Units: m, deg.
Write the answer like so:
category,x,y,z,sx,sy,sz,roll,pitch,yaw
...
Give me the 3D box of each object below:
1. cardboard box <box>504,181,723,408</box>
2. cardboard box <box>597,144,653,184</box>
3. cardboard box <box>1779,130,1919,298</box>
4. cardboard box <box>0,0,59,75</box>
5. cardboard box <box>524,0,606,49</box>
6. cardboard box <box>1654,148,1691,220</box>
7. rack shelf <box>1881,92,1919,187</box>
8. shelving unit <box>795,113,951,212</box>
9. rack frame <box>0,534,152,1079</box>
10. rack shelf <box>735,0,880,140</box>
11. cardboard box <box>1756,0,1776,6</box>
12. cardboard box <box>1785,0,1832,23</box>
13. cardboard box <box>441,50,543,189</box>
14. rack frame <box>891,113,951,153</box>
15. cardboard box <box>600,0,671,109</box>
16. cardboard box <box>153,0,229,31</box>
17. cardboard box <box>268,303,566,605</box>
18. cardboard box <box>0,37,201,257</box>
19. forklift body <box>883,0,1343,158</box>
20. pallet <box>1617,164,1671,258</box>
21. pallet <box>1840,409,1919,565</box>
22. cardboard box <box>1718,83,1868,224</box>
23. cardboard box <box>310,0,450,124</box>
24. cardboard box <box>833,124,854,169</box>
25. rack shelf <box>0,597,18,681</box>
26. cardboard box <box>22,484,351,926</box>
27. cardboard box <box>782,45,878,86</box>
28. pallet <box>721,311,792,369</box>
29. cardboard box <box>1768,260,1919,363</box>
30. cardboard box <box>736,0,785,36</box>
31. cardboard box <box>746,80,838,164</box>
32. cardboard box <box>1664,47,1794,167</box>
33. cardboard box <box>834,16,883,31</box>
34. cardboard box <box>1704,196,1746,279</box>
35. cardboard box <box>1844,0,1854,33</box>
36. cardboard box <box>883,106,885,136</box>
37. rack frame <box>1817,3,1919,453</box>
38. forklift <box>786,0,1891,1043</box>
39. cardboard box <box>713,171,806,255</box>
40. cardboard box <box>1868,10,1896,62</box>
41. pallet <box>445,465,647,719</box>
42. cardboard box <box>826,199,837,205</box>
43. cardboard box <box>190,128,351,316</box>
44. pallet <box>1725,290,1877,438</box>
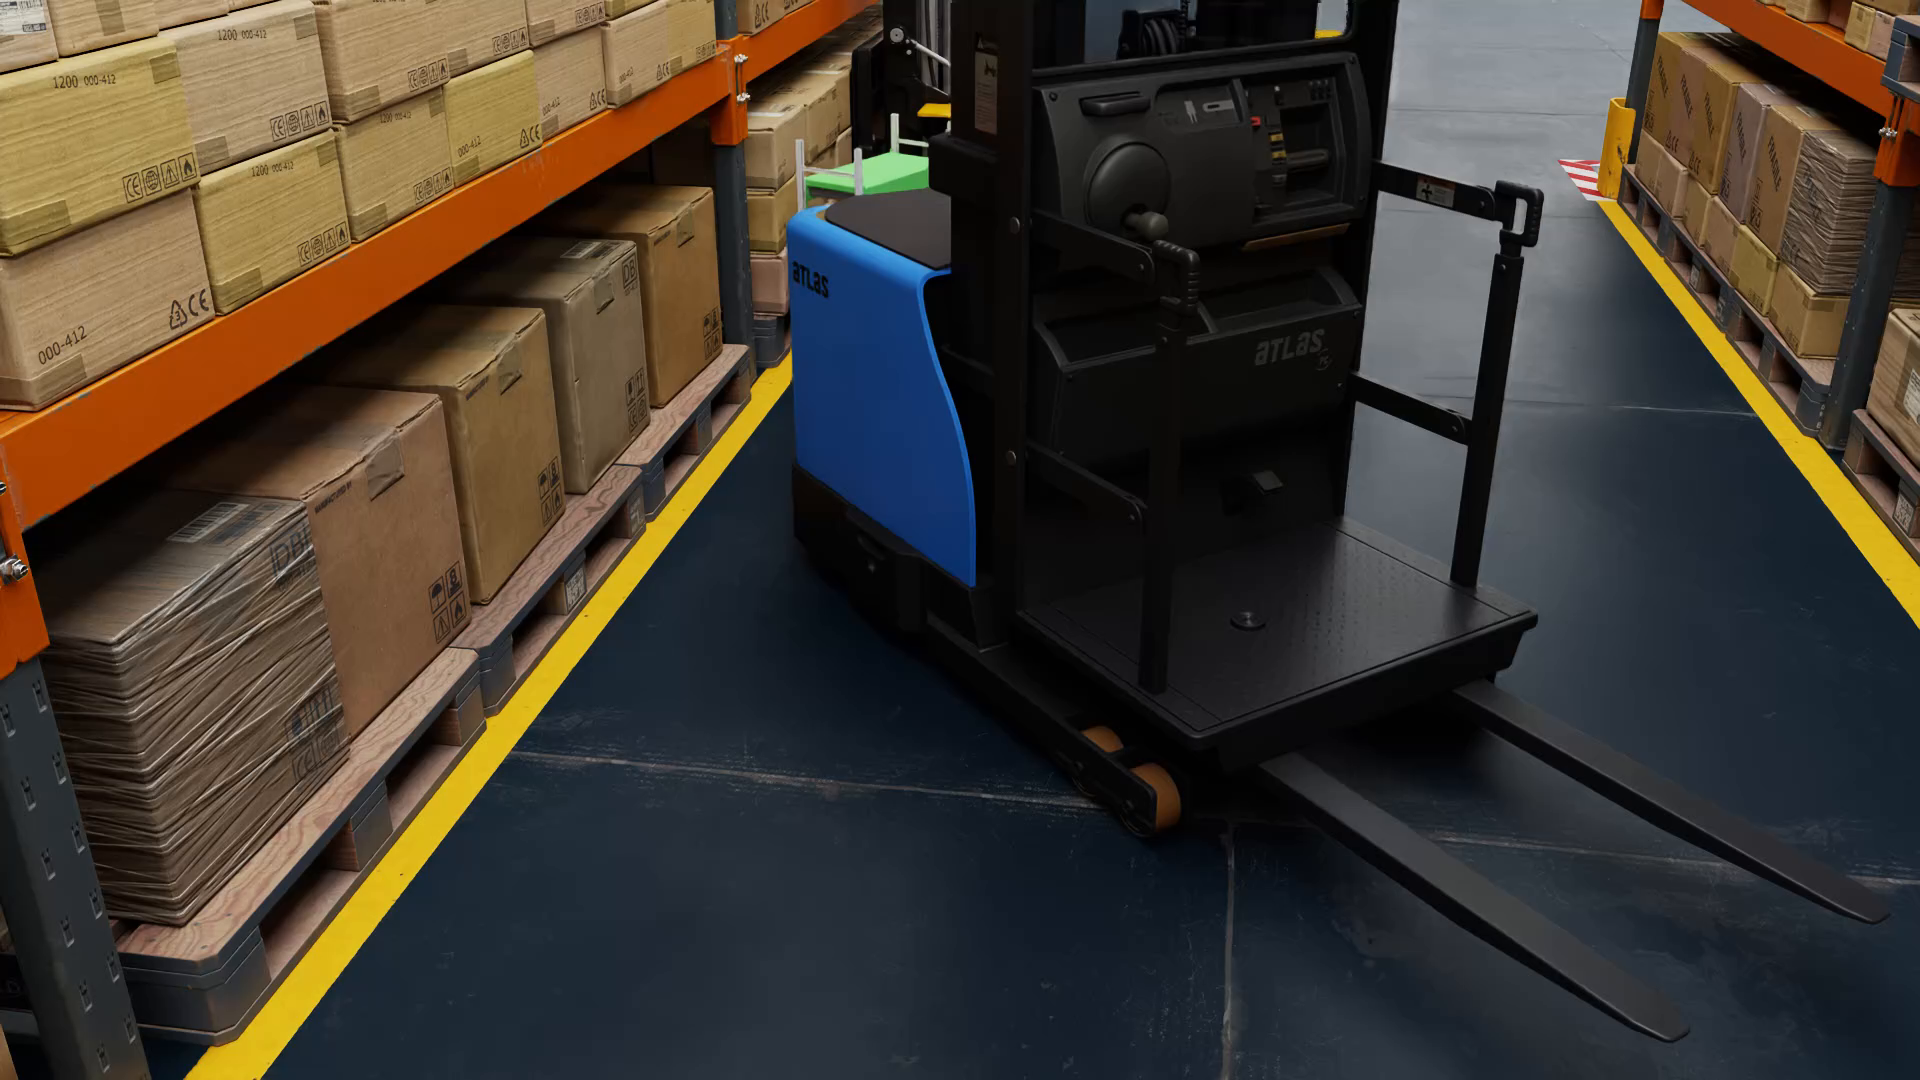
category,x,y,z,sx,sy,sz,roll,pitch,yaw
cardboard box,-1.383,-0.900,5.941,0.875,0.625,0.625,5,26,11
cardboard box,-1.419,-1.622,6.745,0.500,0.250,0.500,5,25,10
cardboard box,3.421,-1.213,6.167,0.500,0.500,0.500,4,25,8
cardboard box,-1.620,-0.784,2.503,0.380,0.149,0.250,5,26,10
cardboard box,-1.303,-1.511,4.527,0.500,0.250,0.500,5,25,10
cardboard box,3.747,-1.749,8.196,0.500,0.250,0.500,5,26,10
rack shelf,3.262,-0.500,3.629,1.077,0.370,4.000,4,25,9
shelving unit,-0.254,-0.714,5.360,0.258,1.200,0.503,16,29,30
rack frame,-1.959,-0.332,2.420,0.949,2.616,0.053,4,25,9
rack shelf,-0.982,-2.515,7.934,1.077,0.370,4.000,4,25,9
cardboard box,3.581,-2.344,7.017,0.380,0.149,0.250,4,25,9
cardboard box,3.503,-2.129,6.557,0.380,0.149,0.250,4,25,8
cardboard box,-1.398,-1.075,4.186,0.500,0.250,0.500,5,26,10
rack frame,-0.119,-0.800,5.544,0.240,1.200,0.015,16,29,30
cardboard box,-1.210,-1.497,5.087,0.500,0.250,0.500,4,25,8
cardboard box,-1.561,-1.005,2.975,0.380,0.149,0.250,5,25,10
cardboard box,-1.638,-0.262,4.577,0.875,0.625,0.625,3,25,6
cardboard box,-1.624,-0.657,2.703,0.500,0.250,0.500,4,25,8
forklift body,0.835,-2.374,7.784,2.313,2.155,1.214,4,25,9
pallet,4.062,-1.703,8.640,1.003,0.211,1.213,4,25,9
pallet,3.463,-0.074,5.159,1.003,0.211,1.213,4,25,9
cardboard box,3.584,-1.639,7.077,0.500,0.500,0.500,5,26,11
cardboard box,-1.463,-1.086,3.619,0.500,0.250,0.500,3,25,7
cardboard box,-0.751,-1.777,7.667,0.500,0.250,0.500,4,25,8
rack shelf,-2.290,0.830,0.786,1.077,0.370,4.000,4,25,9
cardboard box,-1.847,0.294,3.390,0.875,0.625,0.625,5,26,10
cardboard box,-0.663,-2.224,8.032,0.500,0.250,0.500,4,25,7
pallet,-1.138,-1.072,7.290,1.003,0.211,1.213,4,25,9
cardboard box,3.420,-0.873,6.325,0.500,0.250,0.500,5,26,11
cardboard box,-0.979,-2.218,6.331,0.500,0.500,0.500,3,25,7
cardboard box,-0.827,-1.796,7.118,0.500,0.250,0.500,4,25,9
cardboard box,3.753,-2.073,8.003,0.500,0.500,0.500,3,25,7
cardboard box,-0.500,-2.647,8.936,0.500,0.250,0.500,4,25,9
cardboard box,3.585,-1.309,7.256,0.500,0.250,0.500,4,25,9
cardboard box,3.494,-1.913,6.094,0.380,0.149,0.250,4,25,9
cardboard box,-0.583,-2.197,8.564,0.500,0.250,0.500,3,25,7
rack frame,3.589,-1.662,5.263,1.000,3.000,0.127,4,25,9
forklift,0.701,-0.876,3.665,1.130,2.935,3.031,-15,29,-29
cardboard box,-0.925,-1.357,6.769,0.500,0.250,0.500,4,25,8
cardboard box,3.340,-1.704,5.649,0.380,0.149,0.250,4,25,8
pallet,-1.588,0.081,4.828,1.003,0.211,1.213,4,25,9
cardboard box,-0.835,-1.342,7.328,0.500,0.250,0.500,3,25,7
cardboard box,-1.562,-0.643,3.261,0.500,0.250,0.500,3,25,7
pallet,3.664,-0.683,6.460,1.003,0.211,1.213,4,25,9
